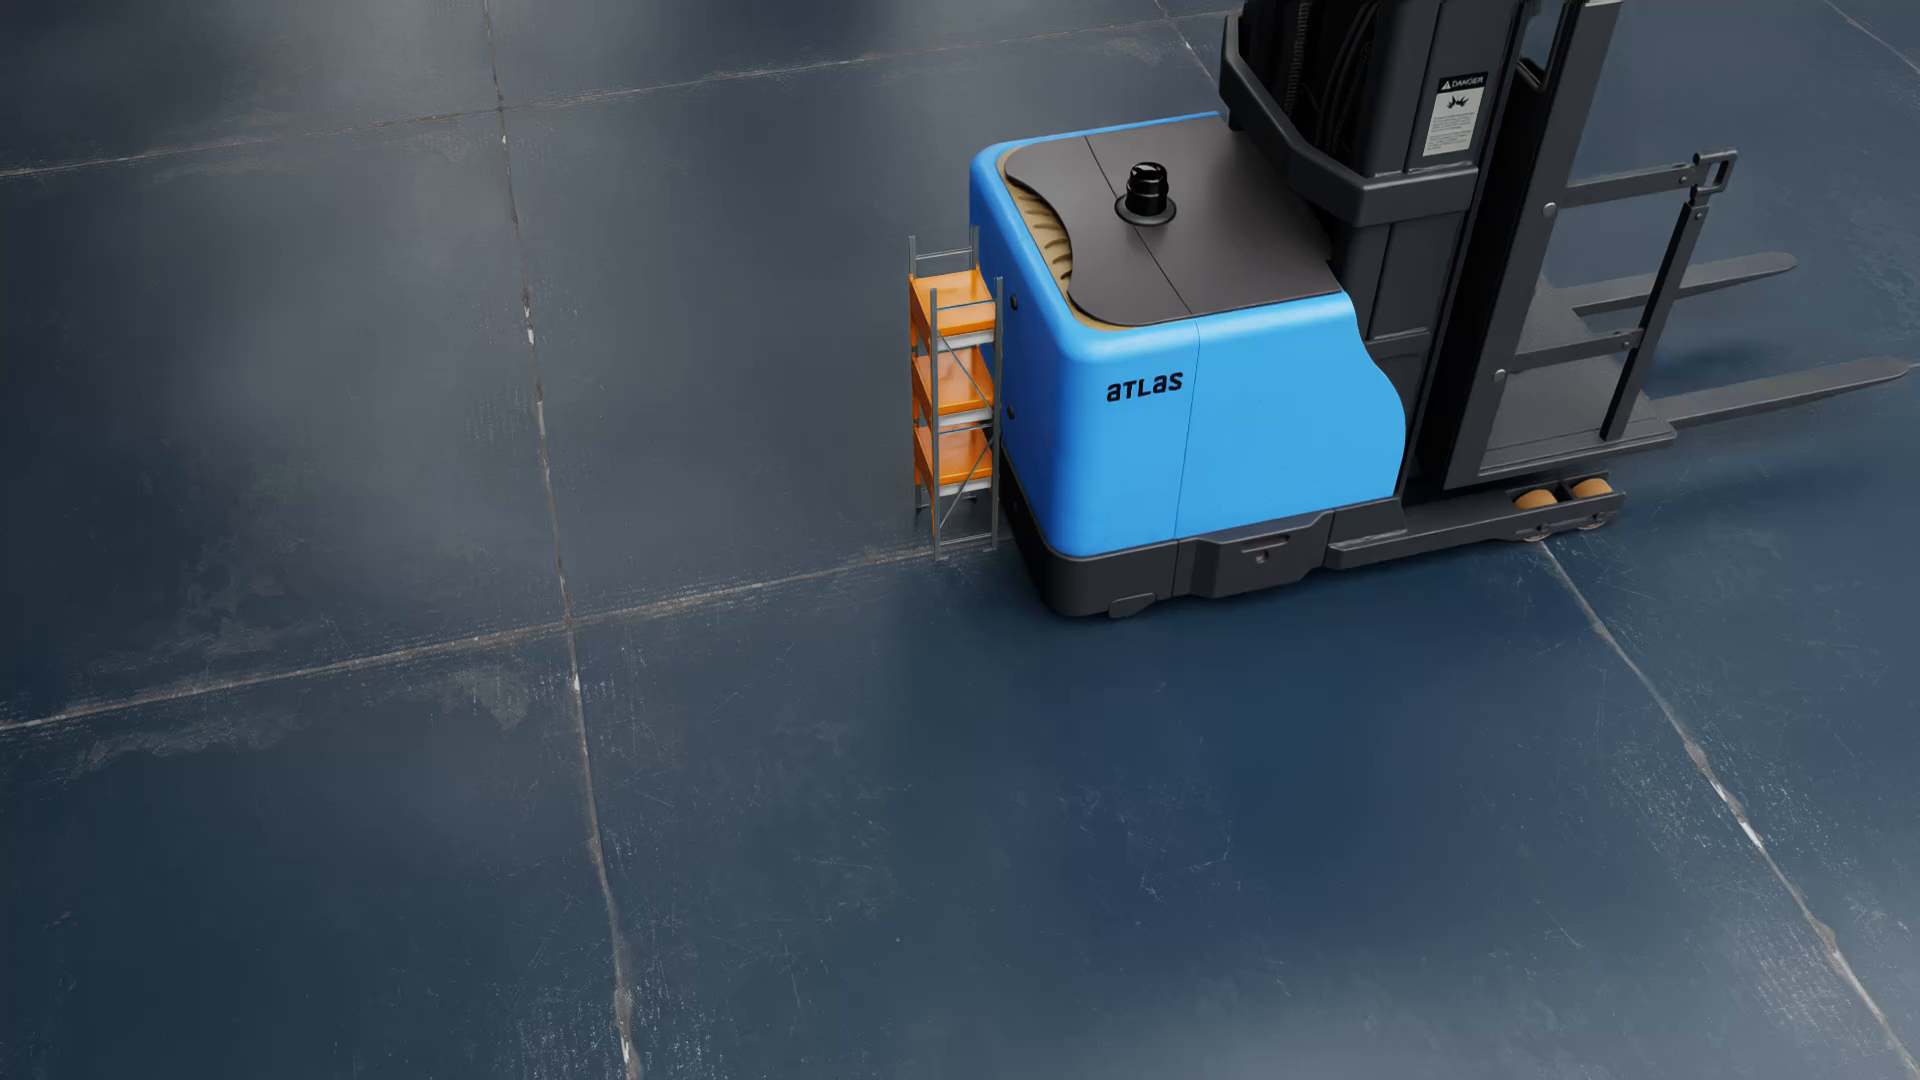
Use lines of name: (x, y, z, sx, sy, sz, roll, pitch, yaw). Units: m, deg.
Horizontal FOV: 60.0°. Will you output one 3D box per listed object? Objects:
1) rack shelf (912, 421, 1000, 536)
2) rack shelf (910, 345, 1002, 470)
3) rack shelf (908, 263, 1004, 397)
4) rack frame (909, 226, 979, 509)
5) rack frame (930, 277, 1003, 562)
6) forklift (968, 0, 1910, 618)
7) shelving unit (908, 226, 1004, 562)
rack shelf: (-0.014, -0.202, 5.117, 0.215, 0.259, 0.240, -11, 47, -10)
rack shelf: (-0.014, -0.397, 4.919, 0.215, 0.259, 0.240, -11, 47, -10)
rack shelf: (-0.014, -0.596, 4.716, 0.215, 0.259, 0.240, -11, 47, -10)
rack frame: (-0.045, -0.489, 4.994, 0.200, 1.050, 0.008, -11, 47, -10)
rack frame: (0.018, -0.320, 4.829, 0.200, 1.050, 0.008, -11, 47, -10)
forklift: (1.590, -1.377, 4.547, 3.031, 2.935, 1.130, -11, 47, -11)
shelving unit: (-0.014, -0.404, 4.911, 0.215, 1.050, 0.252, -11, 47, -10)
